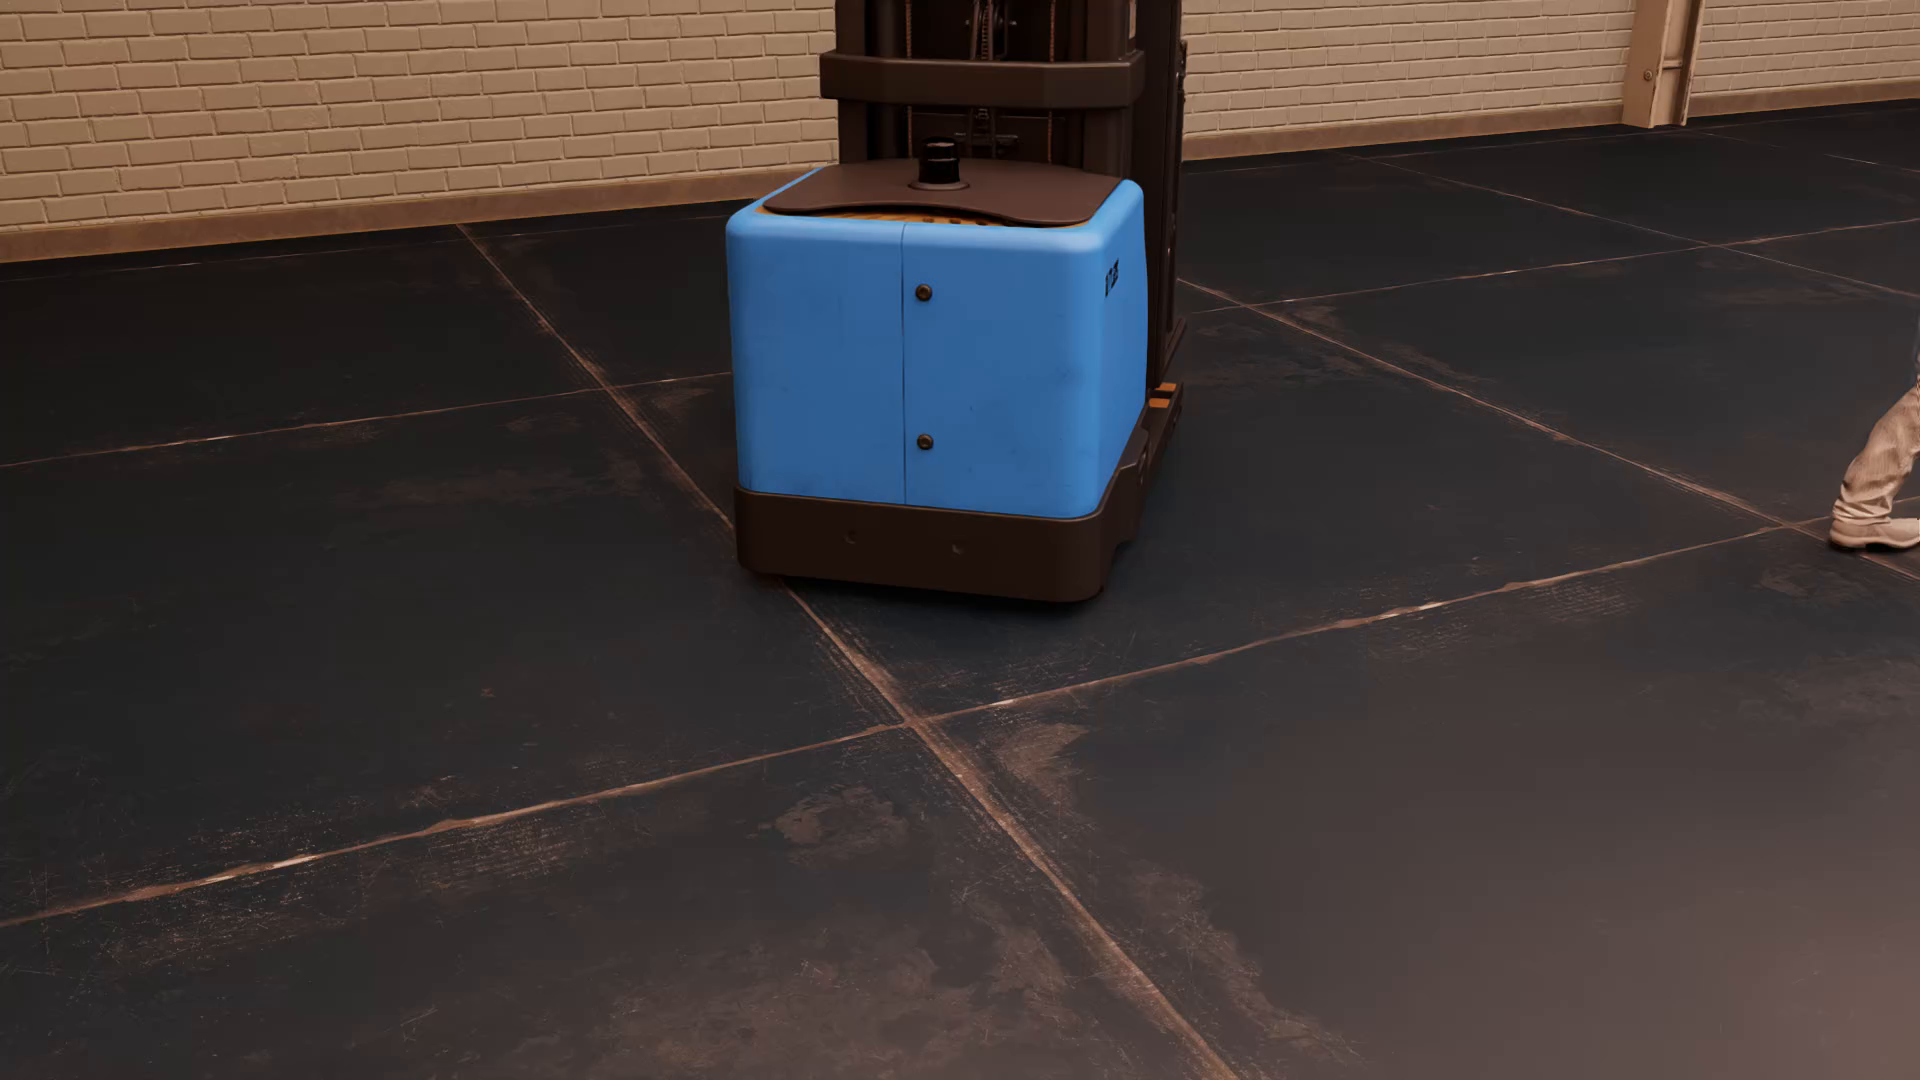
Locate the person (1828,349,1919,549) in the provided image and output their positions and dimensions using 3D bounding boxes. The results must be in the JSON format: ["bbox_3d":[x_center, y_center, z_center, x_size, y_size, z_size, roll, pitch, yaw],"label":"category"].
[{"bbox_3d":[3.028,-0.745,4.635,0.758,1.760,1.019,-2,23,-6],"label":"person"}]

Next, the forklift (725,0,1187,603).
[{"bbox_3d":[0.204,-1.720,5.426,1.130,2.935,3.031,5,23,12],"label":"forklift"}]
